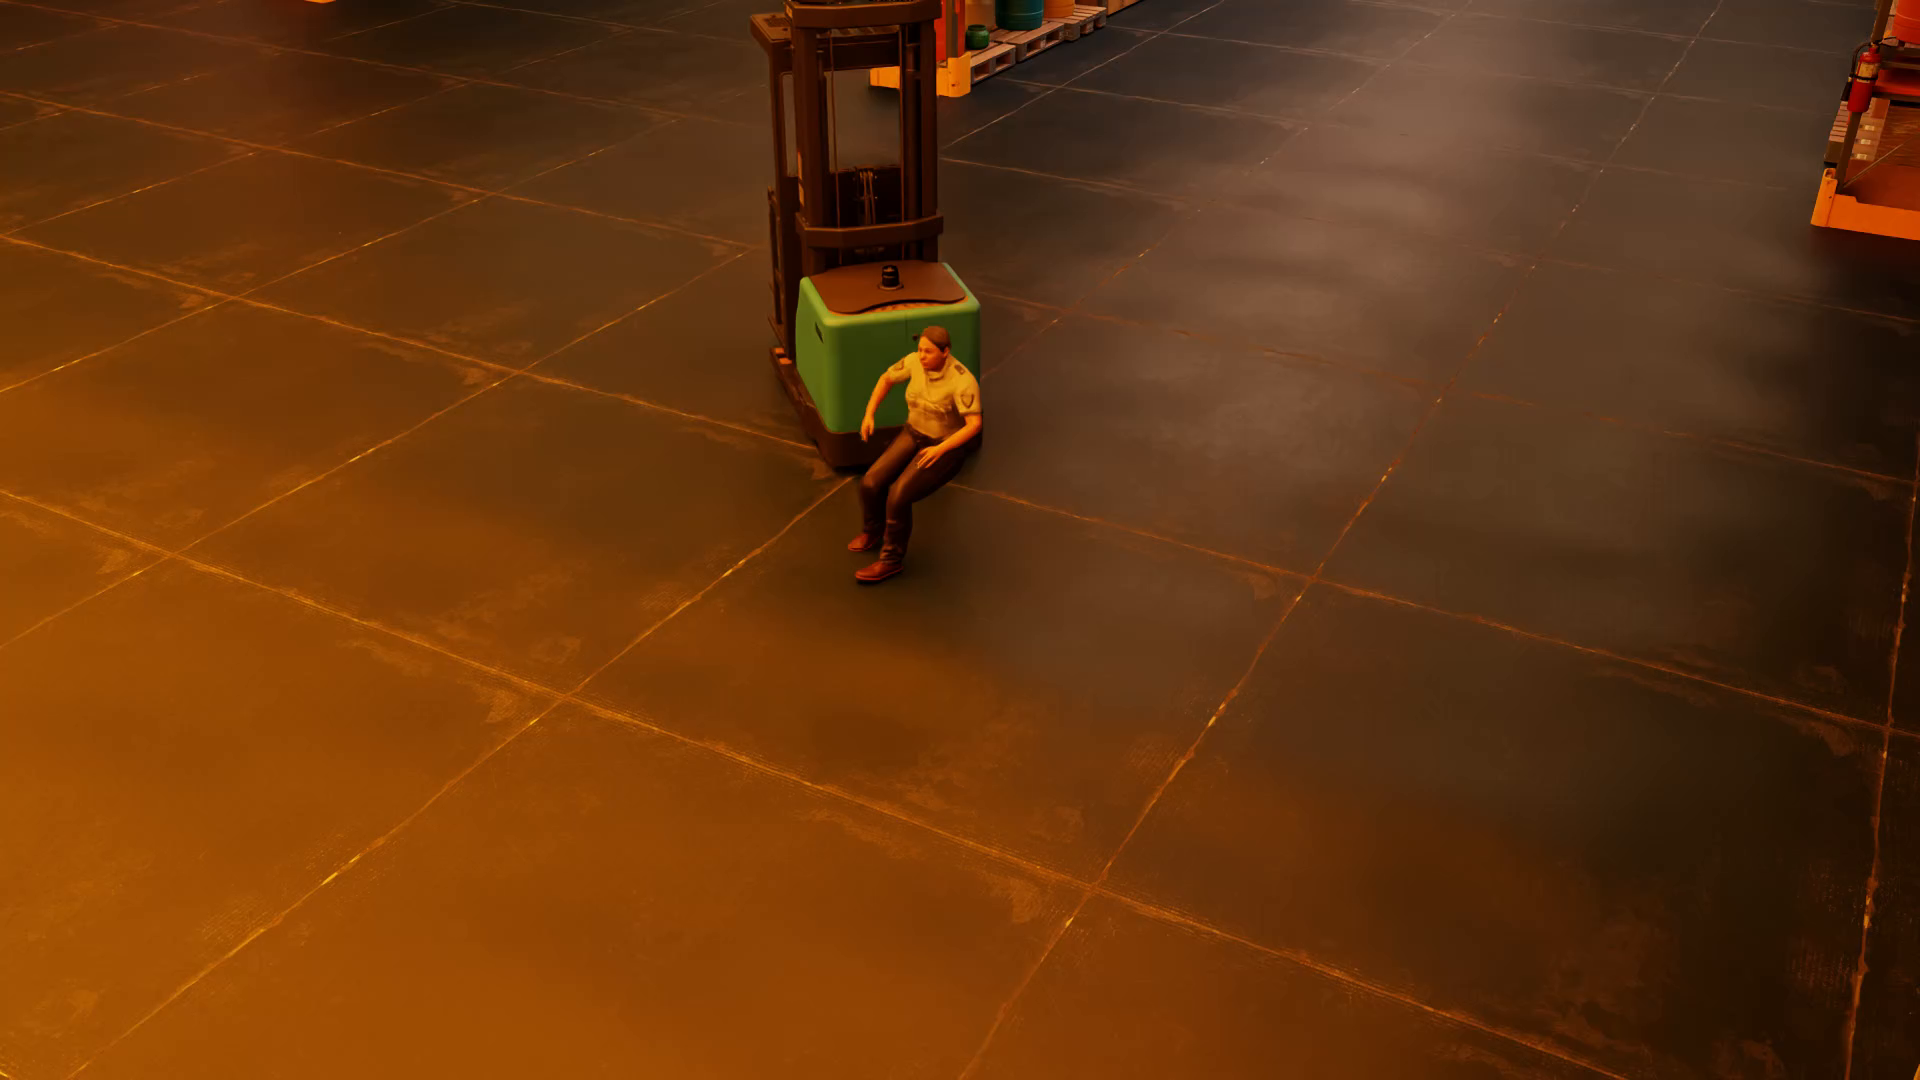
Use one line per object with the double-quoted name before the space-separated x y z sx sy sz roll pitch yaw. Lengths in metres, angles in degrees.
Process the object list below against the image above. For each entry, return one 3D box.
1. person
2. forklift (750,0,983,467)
"person" -0.305 -0.487 9.474 0.778 1.448 0.804 19 35 30
"forklift" -0.758 -2.464 11.341 1.130 2.935 3.031 -8 31 -14
